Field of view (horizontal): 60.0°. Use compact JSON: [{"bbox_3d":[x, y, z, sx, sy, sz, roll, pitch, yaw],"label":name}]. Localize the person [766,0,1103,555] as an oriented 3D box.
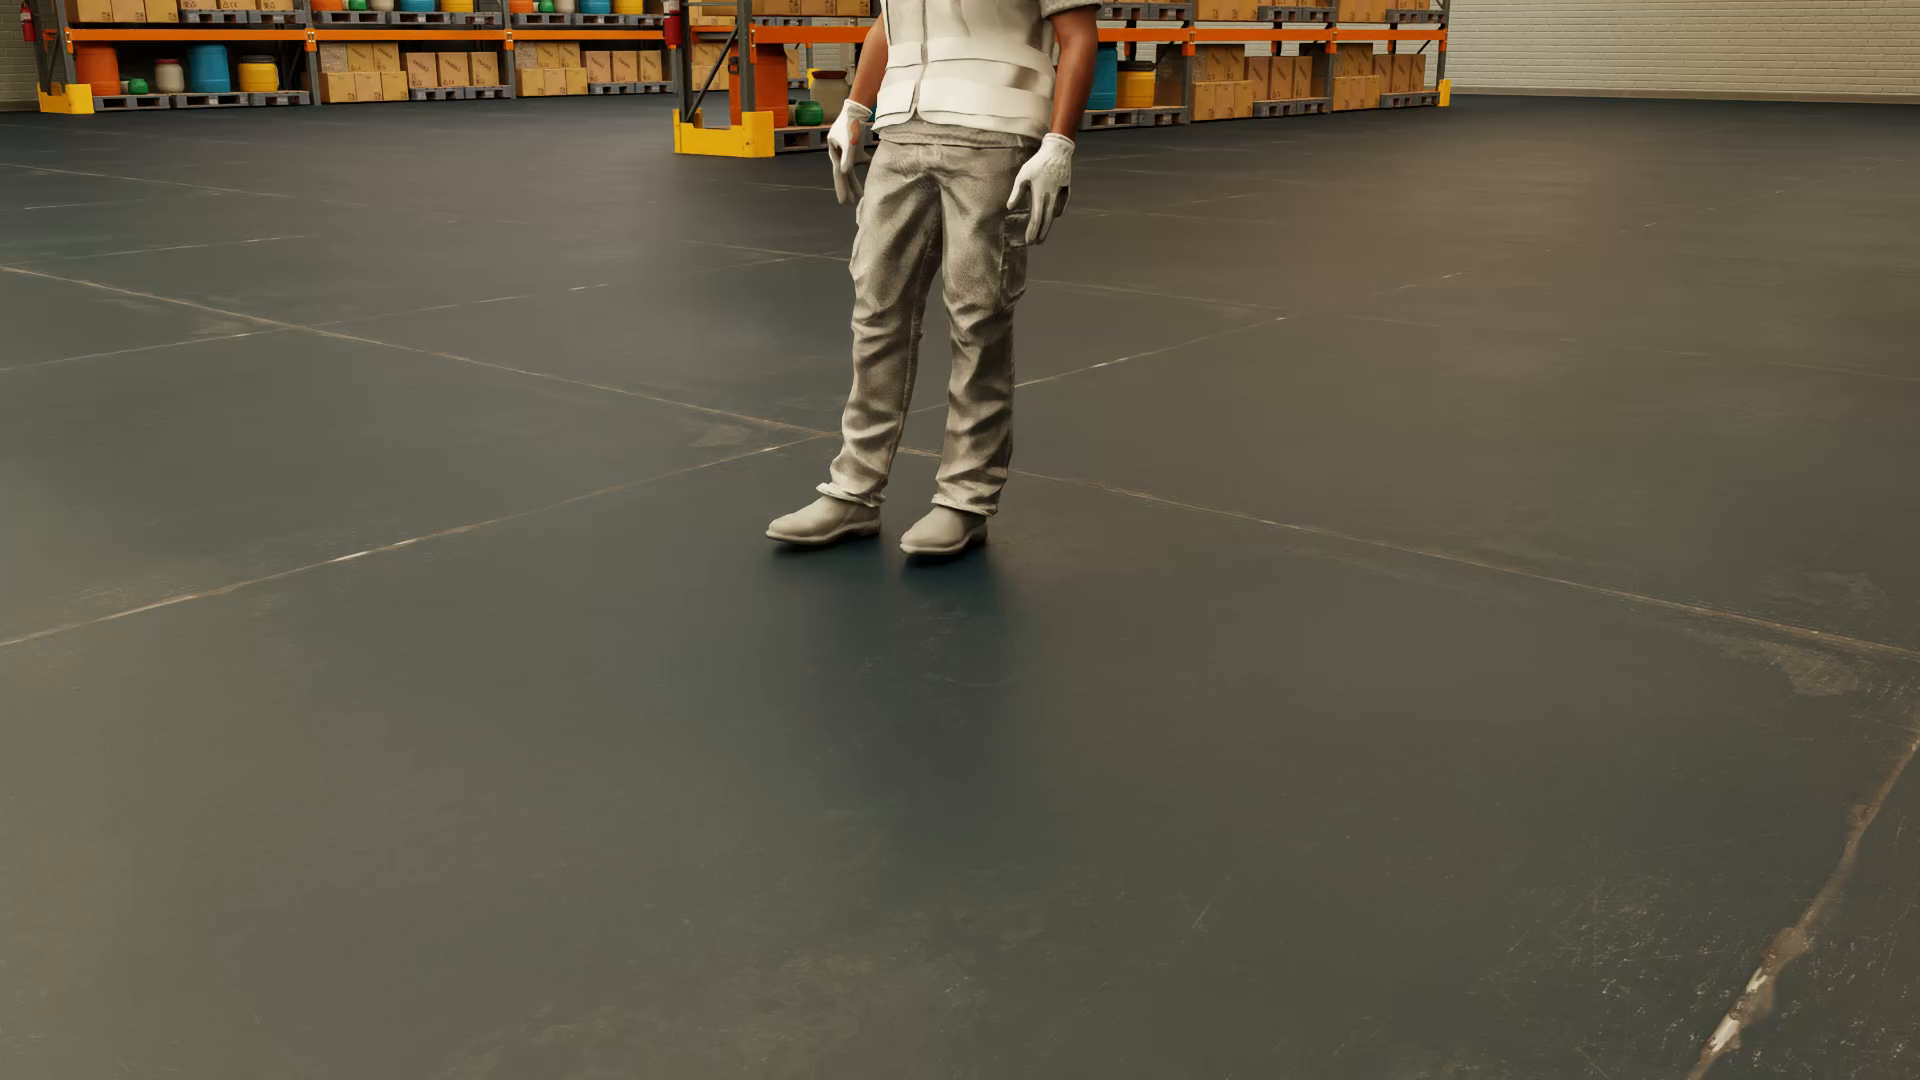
[{"bbox_3d":[-0.052,-0.846,3.633,0.656,1.782,0.577,13,21,37],"label":"person"}]
